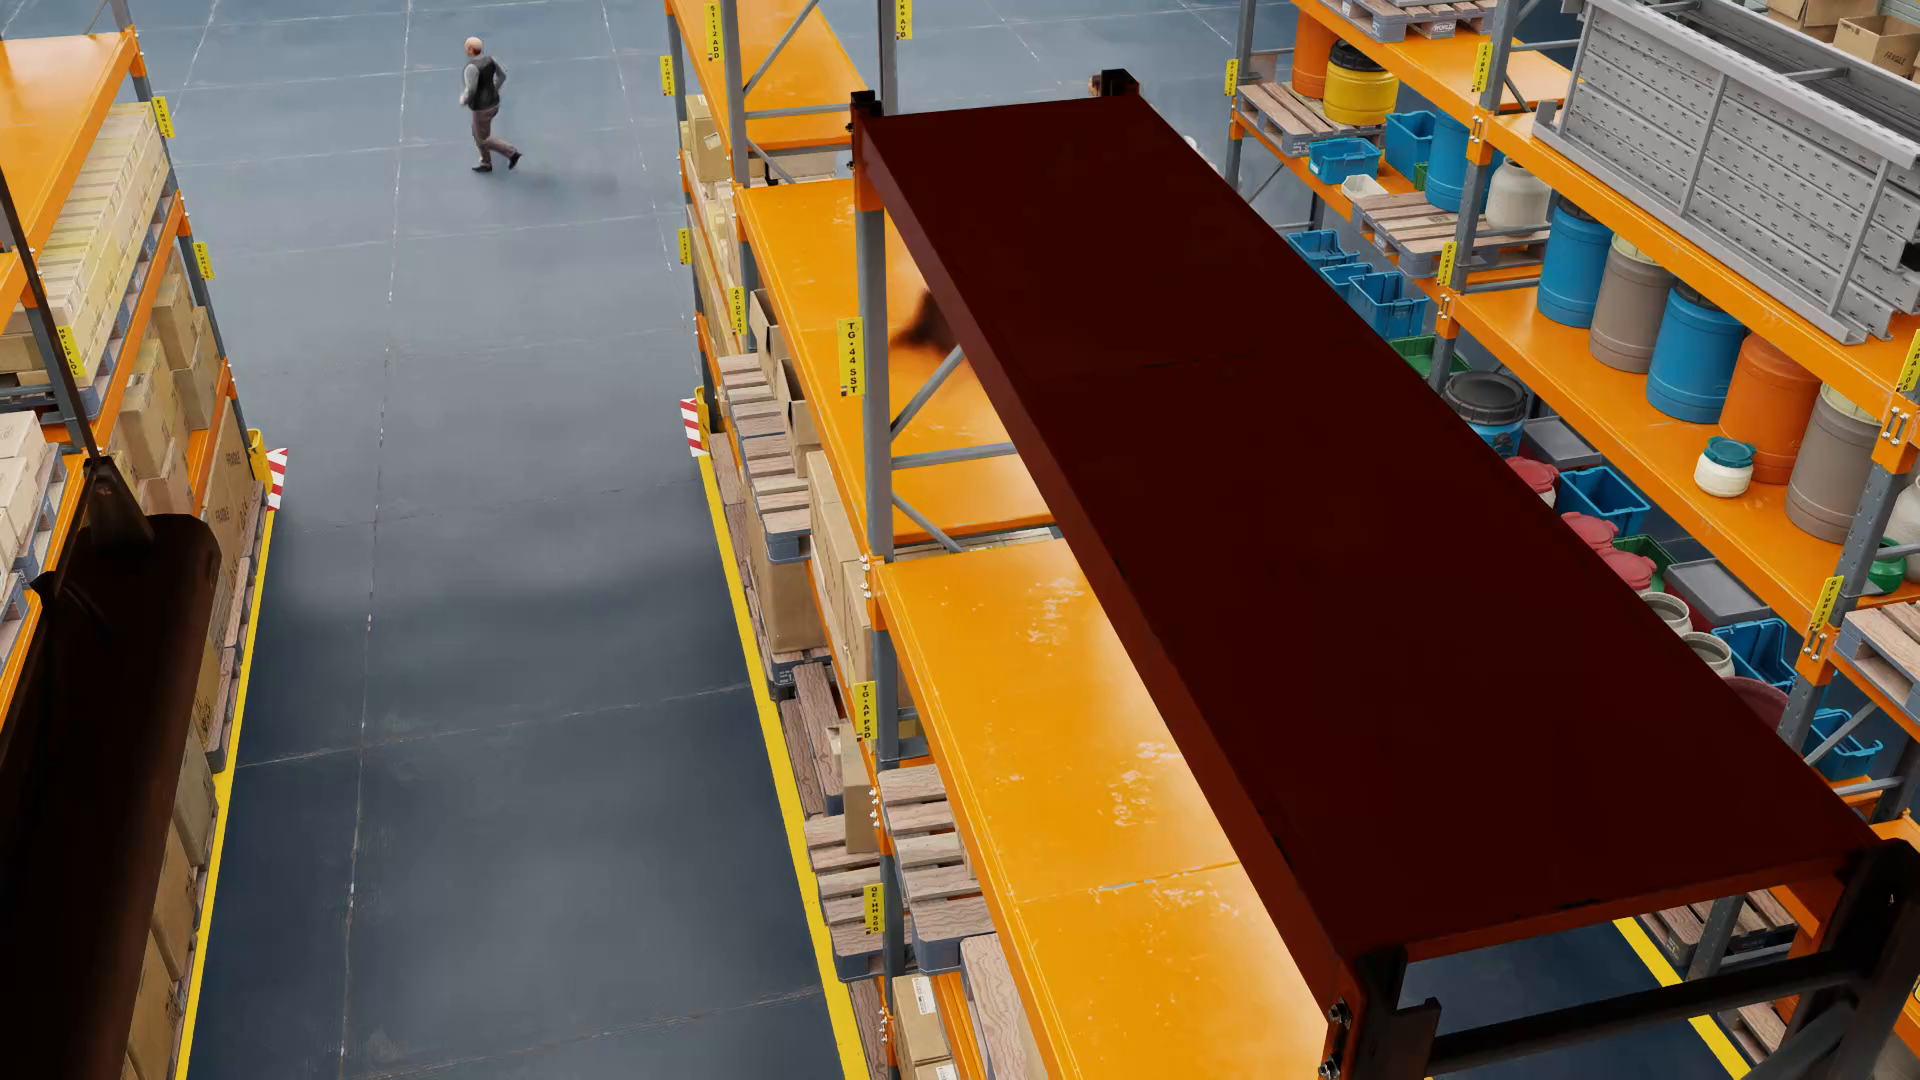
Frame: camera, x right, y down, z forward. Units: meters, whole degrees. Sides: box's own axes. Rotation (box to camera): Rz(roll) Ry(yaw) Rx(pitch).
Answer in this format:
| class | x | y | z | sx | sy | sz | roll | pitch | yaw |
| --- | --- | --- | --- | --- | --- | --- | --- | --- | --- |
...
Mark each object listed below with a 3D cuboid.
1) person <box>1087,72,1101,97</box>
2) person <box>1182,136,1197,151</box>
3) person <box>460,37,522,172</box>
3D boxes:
| class | x | y | z | sx | sy | sz | roll | pitch | yaw |
| --- | --- | --- | --- | --- | --- | --- | --- | --- | --- |
| person | 1.595 | -4.562 | 19.271 | 0.896 | 1.691 | 0.559 | 9 | 36 | 14 |
| person | 2.277 | -3.406 | 17.507 | 0.632 | 1.747 | 0.714 | 15 | 37 | 21 |
| person | -5.766 | -5.283 | 20.324 | 0.796 | 1.705 | 0.678 | 9 | 35 | 12 |
